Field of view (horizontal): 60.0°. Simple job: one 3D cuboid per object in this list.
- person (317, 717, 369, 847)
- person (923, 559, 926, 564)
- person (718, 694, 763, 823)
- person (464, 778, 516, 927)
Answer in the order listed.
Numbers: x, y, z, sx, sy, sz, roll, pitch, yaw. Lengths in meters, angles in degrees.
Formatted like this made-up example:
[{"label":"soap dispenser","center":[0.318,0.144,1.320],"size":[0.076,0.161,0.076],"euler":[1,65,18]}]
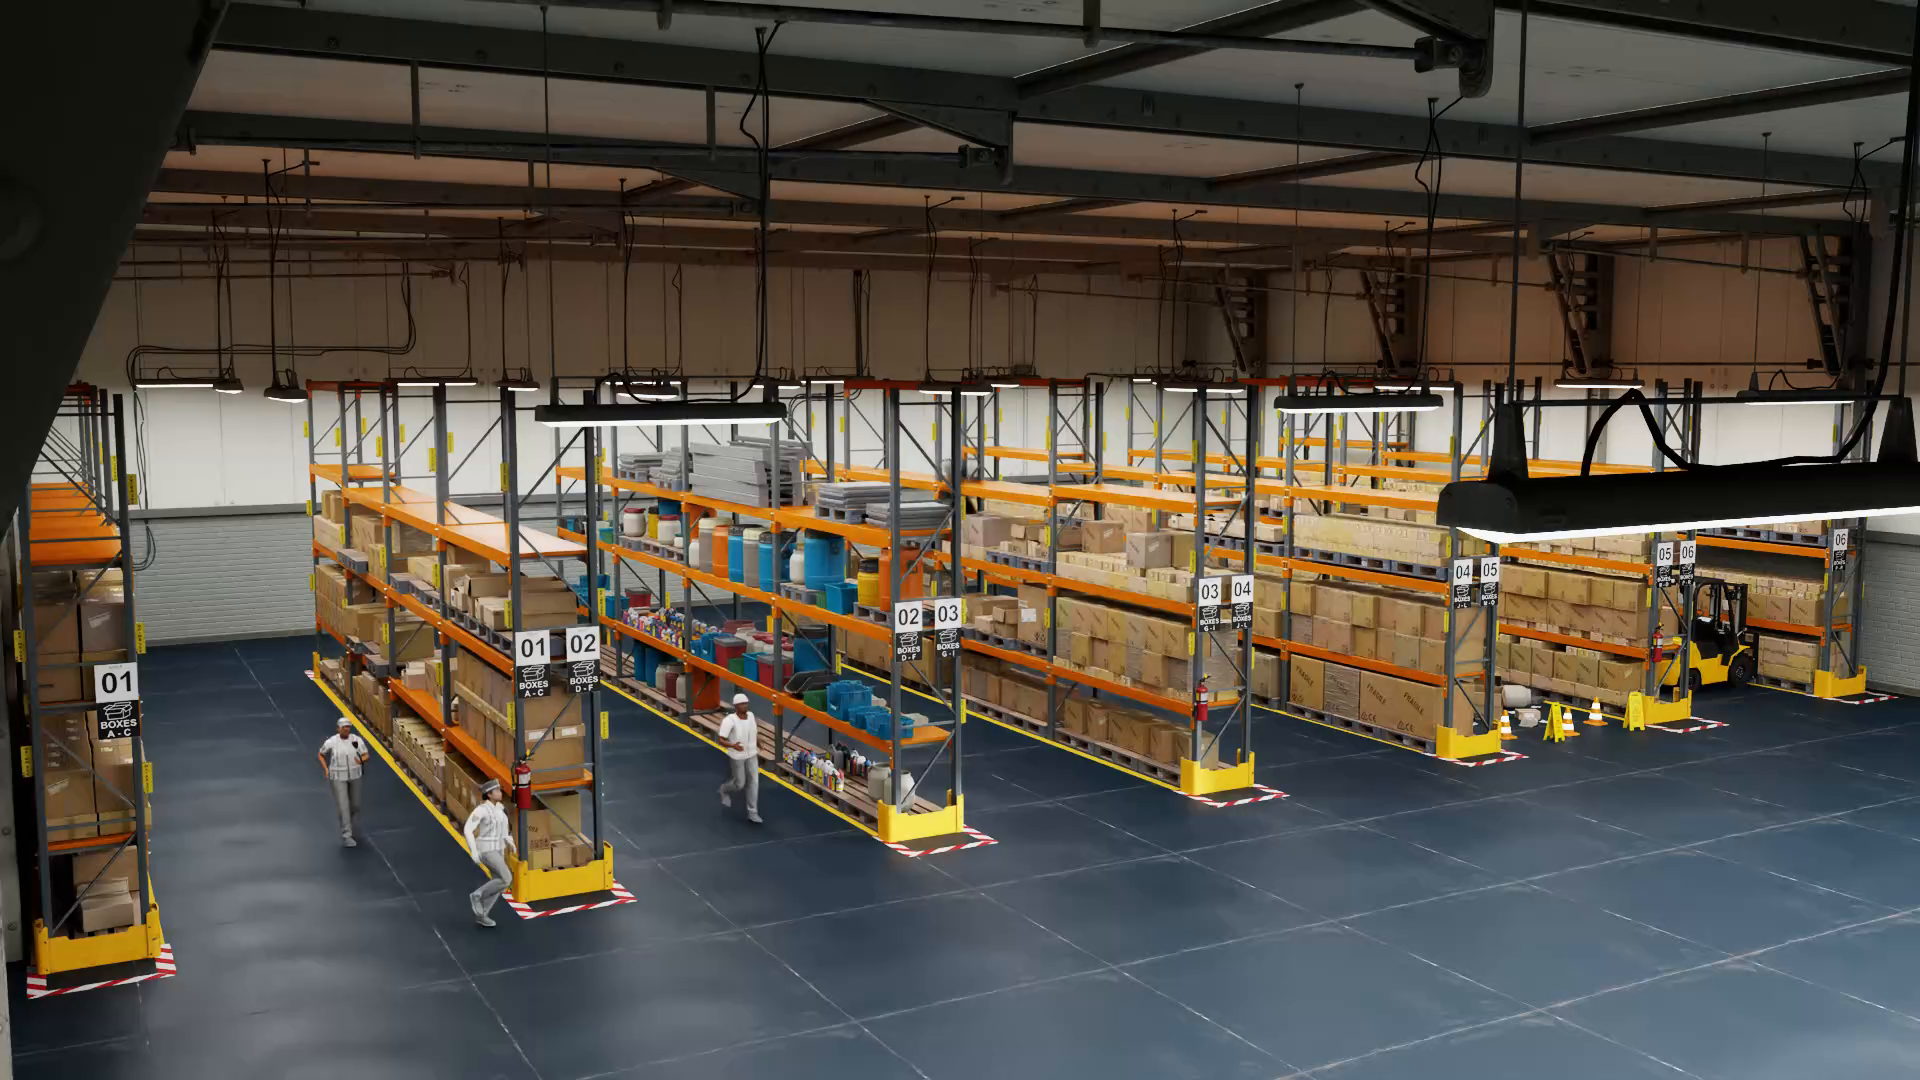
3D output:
[{"label":"person","center":[-8.139,3.159,22.030],"size":[0.615,1.643,0.918],"euler":[-4,7,-34]},{"label":"person","center":[-0.951,1.281,39.793],"size":[0.699,1.682,0.713],"euler":[1,6,9]},{"label":"person","center":[-3.026,2.999,23.100],"size":[0.699,1.751,0.923],"euler":[-5,8,-40]},{"label":"person","center":[-5.255,3.521,18.869],"size":[0.503,1.618,0.638],"euler":[2,6,16]}]
